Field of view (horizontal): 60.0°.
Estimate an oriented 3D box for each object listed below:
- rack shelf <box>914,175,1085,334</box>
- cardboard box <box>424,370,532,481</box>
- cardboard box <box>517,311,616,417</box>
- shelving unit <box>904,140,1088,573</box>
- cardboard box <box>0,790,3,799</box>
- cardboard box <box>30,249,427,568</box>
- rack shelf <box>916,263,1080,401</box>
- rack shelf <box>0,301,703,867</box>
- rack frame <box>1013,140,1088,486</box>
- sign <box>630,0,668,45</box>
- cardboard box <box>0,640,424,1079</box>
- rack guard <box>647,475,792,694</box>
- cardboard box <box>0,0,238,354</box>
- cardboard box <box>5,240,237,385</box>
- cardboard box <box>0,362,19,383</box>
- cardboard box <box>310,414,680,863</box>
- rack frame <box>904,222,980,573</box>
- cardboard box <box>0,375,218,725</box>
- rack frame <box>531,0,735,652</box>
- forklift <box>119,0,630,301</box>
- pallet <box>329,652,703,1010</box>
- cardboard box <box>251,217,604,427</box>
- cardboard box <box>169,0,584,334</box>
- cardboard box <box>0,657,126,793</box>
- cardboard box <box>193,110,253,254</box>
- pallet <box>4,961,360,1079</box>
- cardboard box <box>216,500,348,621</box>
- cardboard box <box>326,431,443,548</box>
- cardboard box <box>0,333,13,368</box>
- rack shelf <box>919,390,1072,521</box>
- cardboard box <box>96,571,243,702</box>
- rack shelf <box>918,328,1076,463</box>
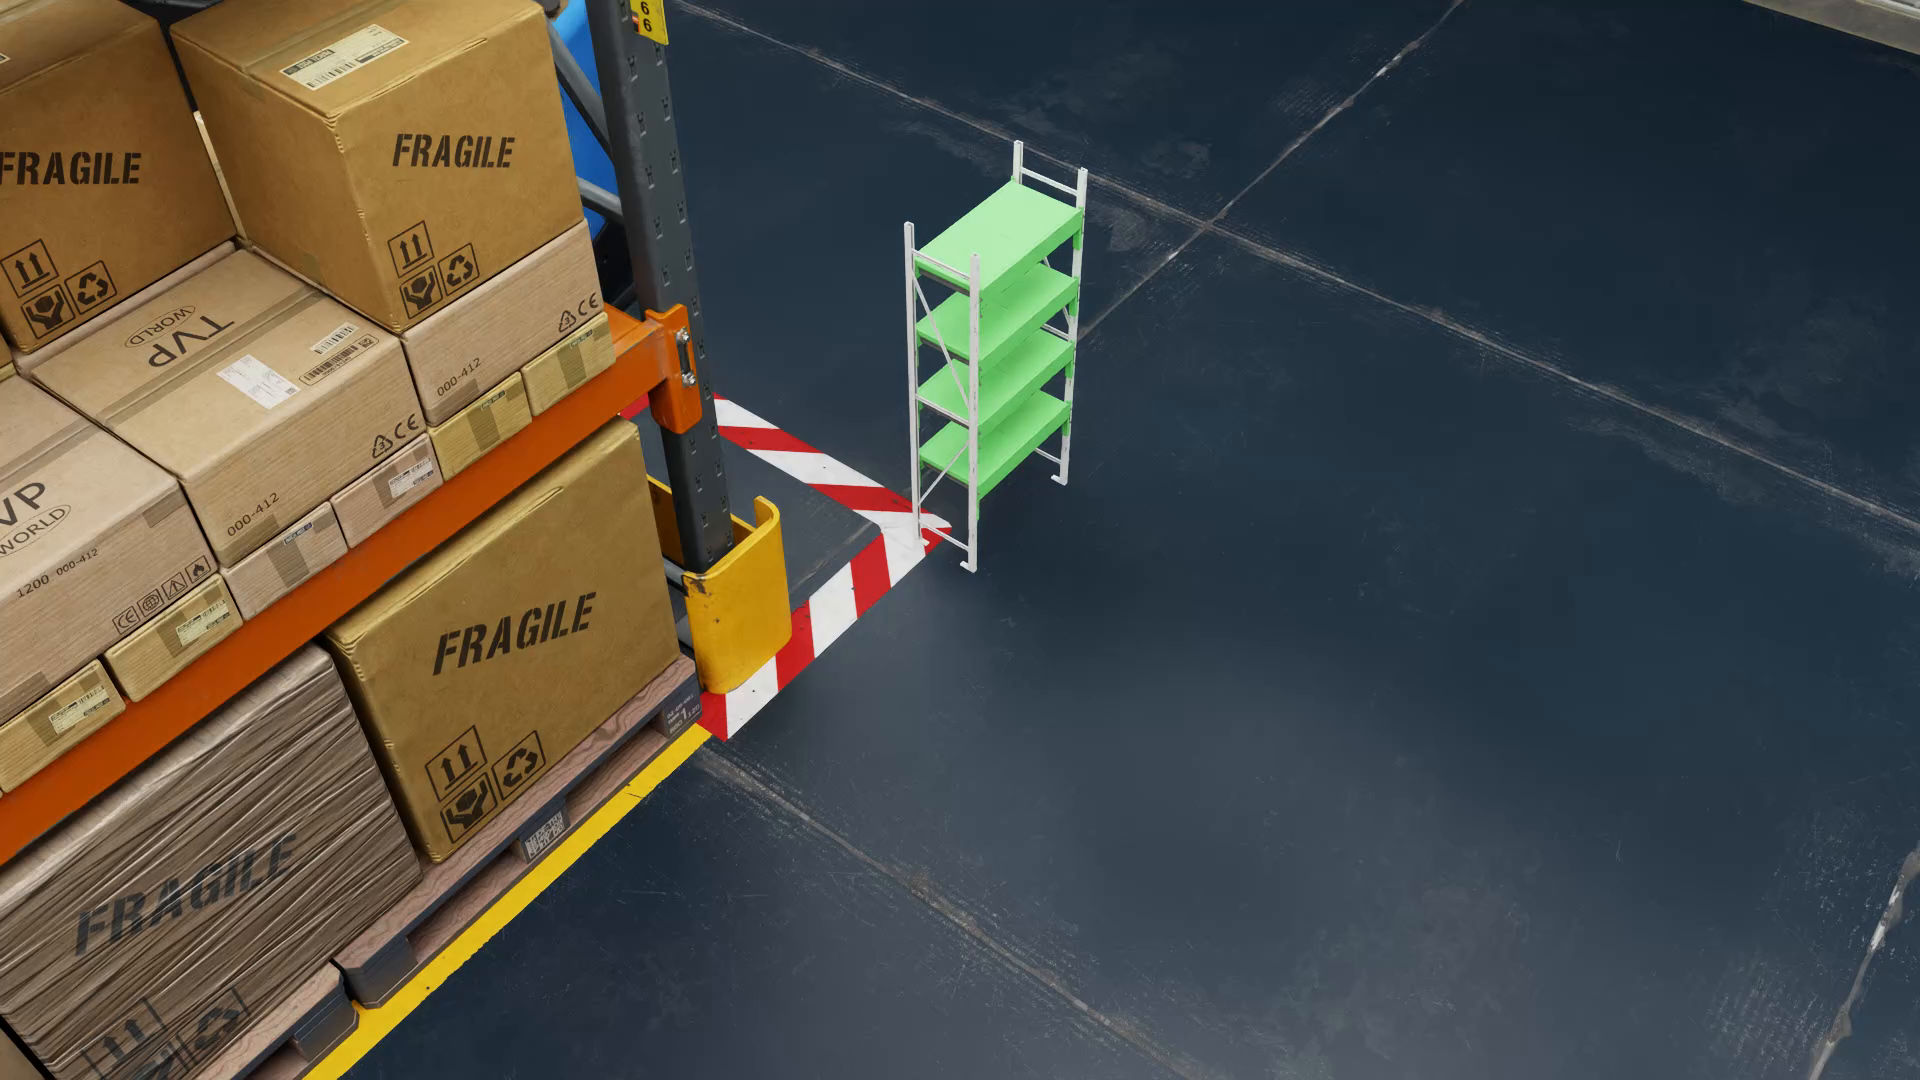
[{"bbox_3d":[0.101,-0.797,4.606,0.258,0.148,0.480,29,53,25],"label":"rack shelf"},{"bbox_3d":[-1.173,-0.326,3.661,0.380,0.149,0.250,30,53,25],"label":"cardboard box"},{"bbox_3d":[-1.015,-0.476,3.804,0.380,0.149,0.250,30,53,26],"label":"cardboard box"},{"bbox_3d":[0.101,-0.509,4.907,0.258,1.200,0.503,29,53,25],"label":"shelving unit"},{"bbox_3d":[-1.950,0.399,2.968,0.380,0.149,0.250,30,53,26],"label":"cardboard box"},{"bbox_3d":[-1.455,-0.278,3.340,0.500,0.250,0.500,28,53,24],"label":"cardboard box"},{"bbox_3d":[0.101,-0.631,4.779,0.258,0.148,0.480,29,53,25],"label":"rack shelf"},{"bbox_3d":[-2.281,0.481,3.214,1.077,0.370,4.000,29,53,25],"label":"rack shelf"},{"bbox_3d":[0.250,-0.649,5.040,0.240,1.200,0.015,29,53,25],"label":"rack frame"},{"bbox_3d":[-0.637,-1.146,3.306,0.100,0.325,0.005,29,53,25],"label":"sign"},{"bbox_3d":[-1.943,0.599,3.782,0.875,0.875,0.875,29,53,25],"label":"cardboard box"},{"bbox_3d":[-1.044,-0.062,4.964,1.175,0.500,0.348,29,53,25],"label":"rack guard"},{"bbox_3d":[-1.871,-0.781,3.301,0.500,0.500,0.500,28,52,24],"label":"cardboard box"},{"bbox_3d":[-1.878,-0.507,3.558,0.500,0.250,0.500,29,53,25],"label":"cardboard box"},{"bbox_3d":[-2.188,-0.221,3.285,0.500,0.250,0.500,28,52,24],"label":"cardboard box"},{"bbox_3d":[-1.386,0.078,4.280,0.875,0.875,0.875,29,53,25],"label":"cardboard box"},{"bbox_3d":[-0.048,-0.370,4.773,0.240,1.200,0.015,29,53,25],"label":"rack frame"},{"bbox_3d":[-1.766,0.013,3.061,0.500,0.250,0.500,27,52,24],"label":"cardboard box"},{"bbox_3d":[-1.058,-0.912,4.047,1.000,3.000,0.127,29,53,25],"label":"rack frame"},{"bbox_3d":[-2.768,-2.026,5.158,3.031,2.935,1.130,10,47,10],"label":"forklift"},{"bbox_3d":[-1.485,0.543,4.585,1.003,0.211,1.213,29,53,25],"label":"pallet"},{"bbox_3d":[-1.145,-0.568,3.617,0.500,0.250,0.500,28,53,24],"label":"cardboard box"},{"bbox_3d":[-1.148,-0.827,3.345,0.500,0.500,0.500,30,53,25],"label":"cardboard box"},{"bbox_3d":[-1.797,0.258,3.103,0.380,0.149,0.250,29,53,25],"label":"cardboard box"},{"bbox_3d":[-1.565,-0.808,3.845,0.500,0.250,0.500,28,52,24],"label":"cardboard box"},{"bbox_3d":[-2.231,1.238,3.921,1.003,0.211,1.213,29,53,25],"label":"pallet"},{"bbox_3d":[-1.481,-0.040,3.388,0.380,0.149,0.250,30,53,26],"label":"cardboard box"},{"bbox_3d":[-1.328,-0.183,3.524,0.380,0.149,0.250,29,53,25],"label":"cardboard box"},{"bbox_3d":[-2.183,-0.481,3.015,0.500,0.500,0.500,28,52,24],"label":"cardboard box"},{"bbox_3d":[0.101,-0.299,5.126,0.258,0.148,0.480,29,53,25],"label":"rack shelf"},{"bbox_3d":[-1.639,0.109,3.245,0.380,0.149,0.250,28,52,24],"label":"cardboard box"},{"bbox_3d":[0.101,-0.465,4.953,0.258,0.148,0.480,29,53,25],"label":"rack shelf"}]
